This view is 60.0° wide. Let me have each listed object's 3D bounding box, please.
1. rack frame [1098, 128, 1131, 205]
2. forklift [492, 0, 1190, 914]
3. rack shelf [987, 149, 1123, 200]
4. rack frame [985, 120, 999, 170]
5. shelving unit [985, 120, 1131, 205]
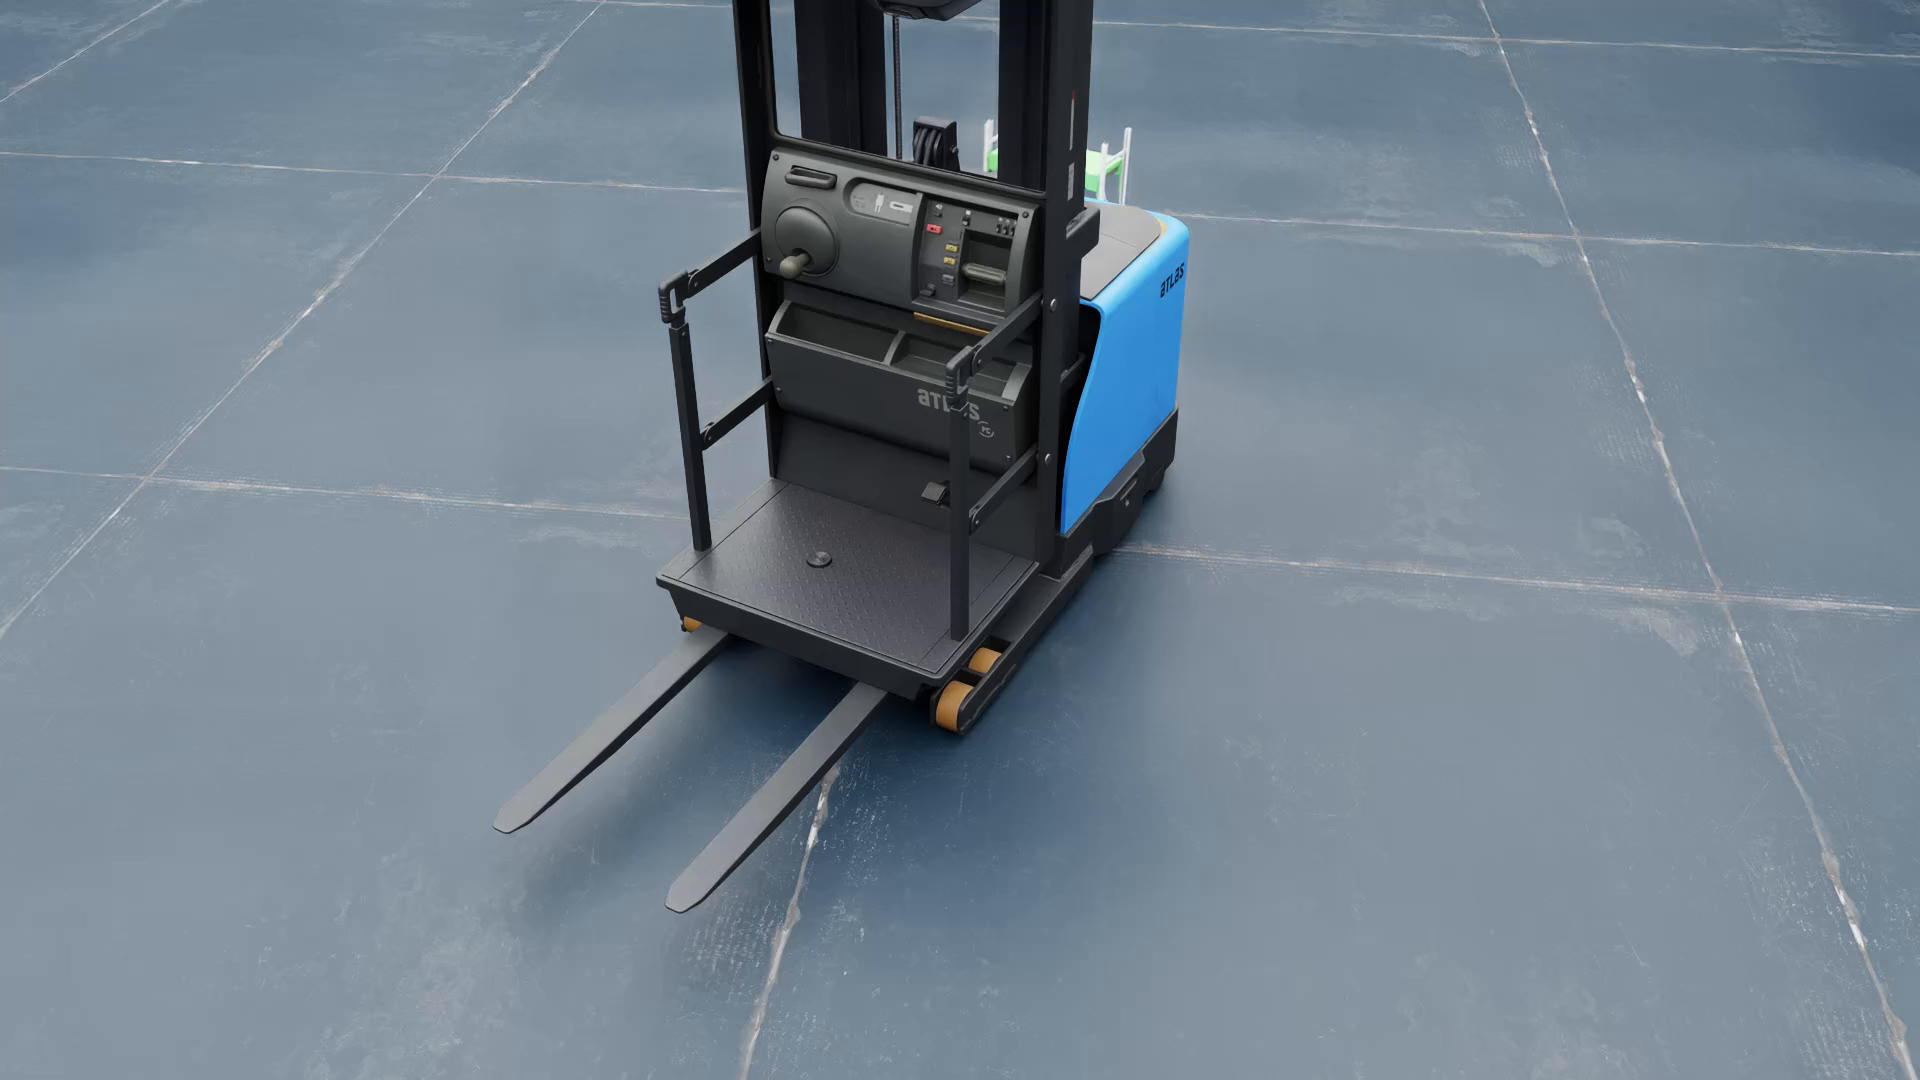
[{"bbox_3d":[0.575,-1.024,6.637,0.015,1.200,0.240,18,35,23],"label":"rack frame"},{"bbox_3d":[-0.306,-0.873,4.950,1.130,2.935,3.031,18,39,23],"label":"forklift"},{"bbox_3d":[0.375,-1.444,6.512,0.480,0.148,0.258,18,35,23],"label":"rack shelf"},{"bbox_3d":[0.146,-1.159,6.827,0.015,1.200,0.240,18,35,23],"label":"rack frame"},{"bbox_3d":[0.361,-1.092,6.732,0.503,1.200,0.258,18,35,23],"label":"shelving unit"}]
